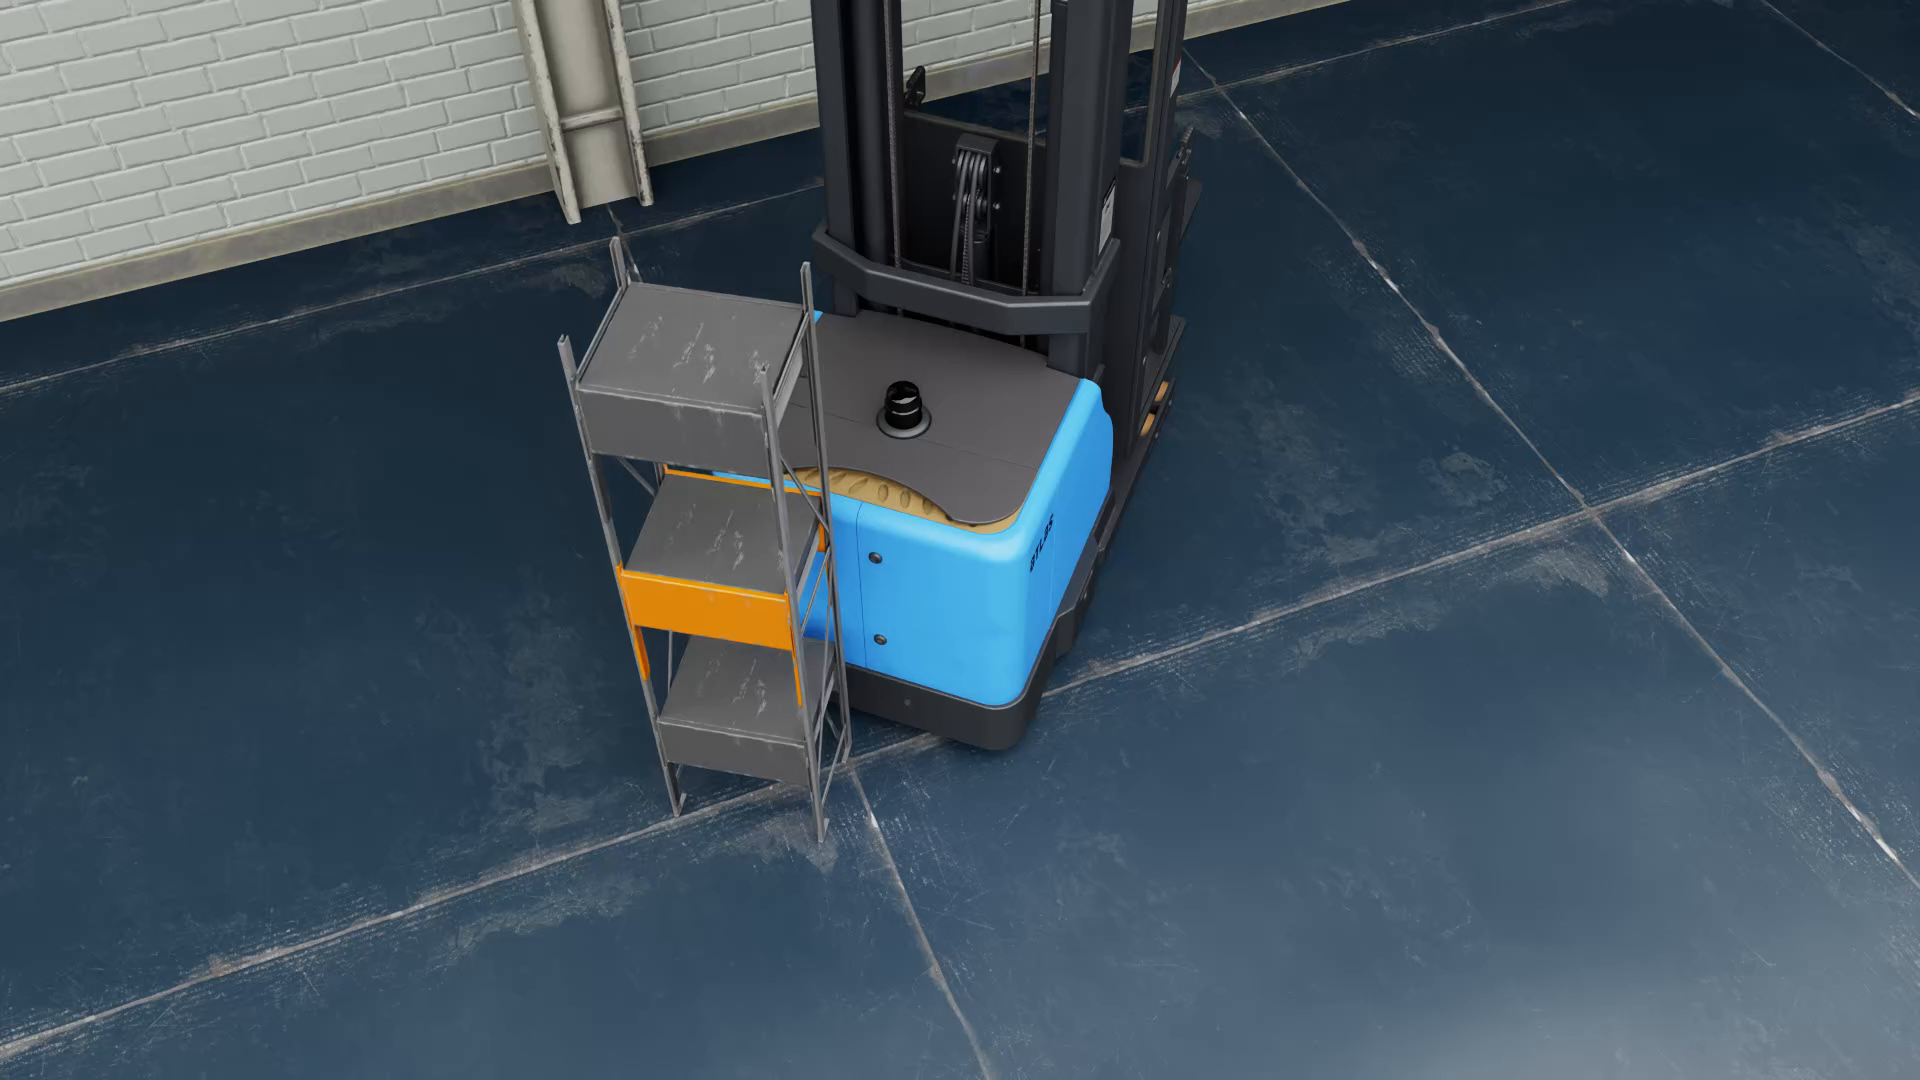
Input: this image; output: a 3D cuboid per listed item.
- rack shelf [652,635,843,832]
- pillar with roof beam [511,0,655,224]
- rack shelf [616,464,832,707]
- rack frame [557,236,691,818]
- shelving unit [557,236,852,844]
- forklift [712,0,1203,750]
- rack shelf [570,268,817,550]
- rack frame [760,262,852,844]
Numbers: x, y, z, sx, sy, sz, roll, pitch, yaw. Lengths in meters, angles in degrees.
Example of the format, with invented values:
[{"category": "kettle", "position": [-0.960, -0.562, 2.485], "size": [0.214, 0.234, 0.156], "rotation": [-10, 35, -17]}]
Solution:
[{"category": "rack shelf", "position": [-0.653, 0.581, 5.307], "size": [0.480, 0.518, 0.431], "rotation": [9, 50, 7]}, {"category": "pillar with roof beam", "position": [-0.003, -1.489, 1.597], "size": [0.400, 9.000, 9.100], "rotation": [-17, 52, -14]}, {"category": "rack shelf", "position": [-0.653, 0.125, 4.776], "size": [0.480, 0.518, 0.431], "rotation": [9, 50, 7]}, {"category": "rack frame", "position": [-0.892, 0.080, 4.797], "size": [0.015, 2.100, 0.400], "rotation": [9, 50, 7]}, {"category": "shelving unit", "position": [-0.653, 0.116, 4.766], "size": [0.503, 2.100, 0.431], "rotation": [9, 50, 7]}, {"category": "forklift", "position": [0.218, -1.397, 5.518], "size": [1.130, 2.935, 3.031], "rotation": [16, 51, 13]}, {"category": "rack shelf", "position": [-0.653, -0.331, 4.245], "size": [0.480, 0.518, 0.431], "rotation": [9, 50, 7]}, {"category": "rack frame", "position": [-0.413, 0.153, 4.735], "size": [0.015, 2.100, 0.400], "rotation": [9, 50, 7]}]
